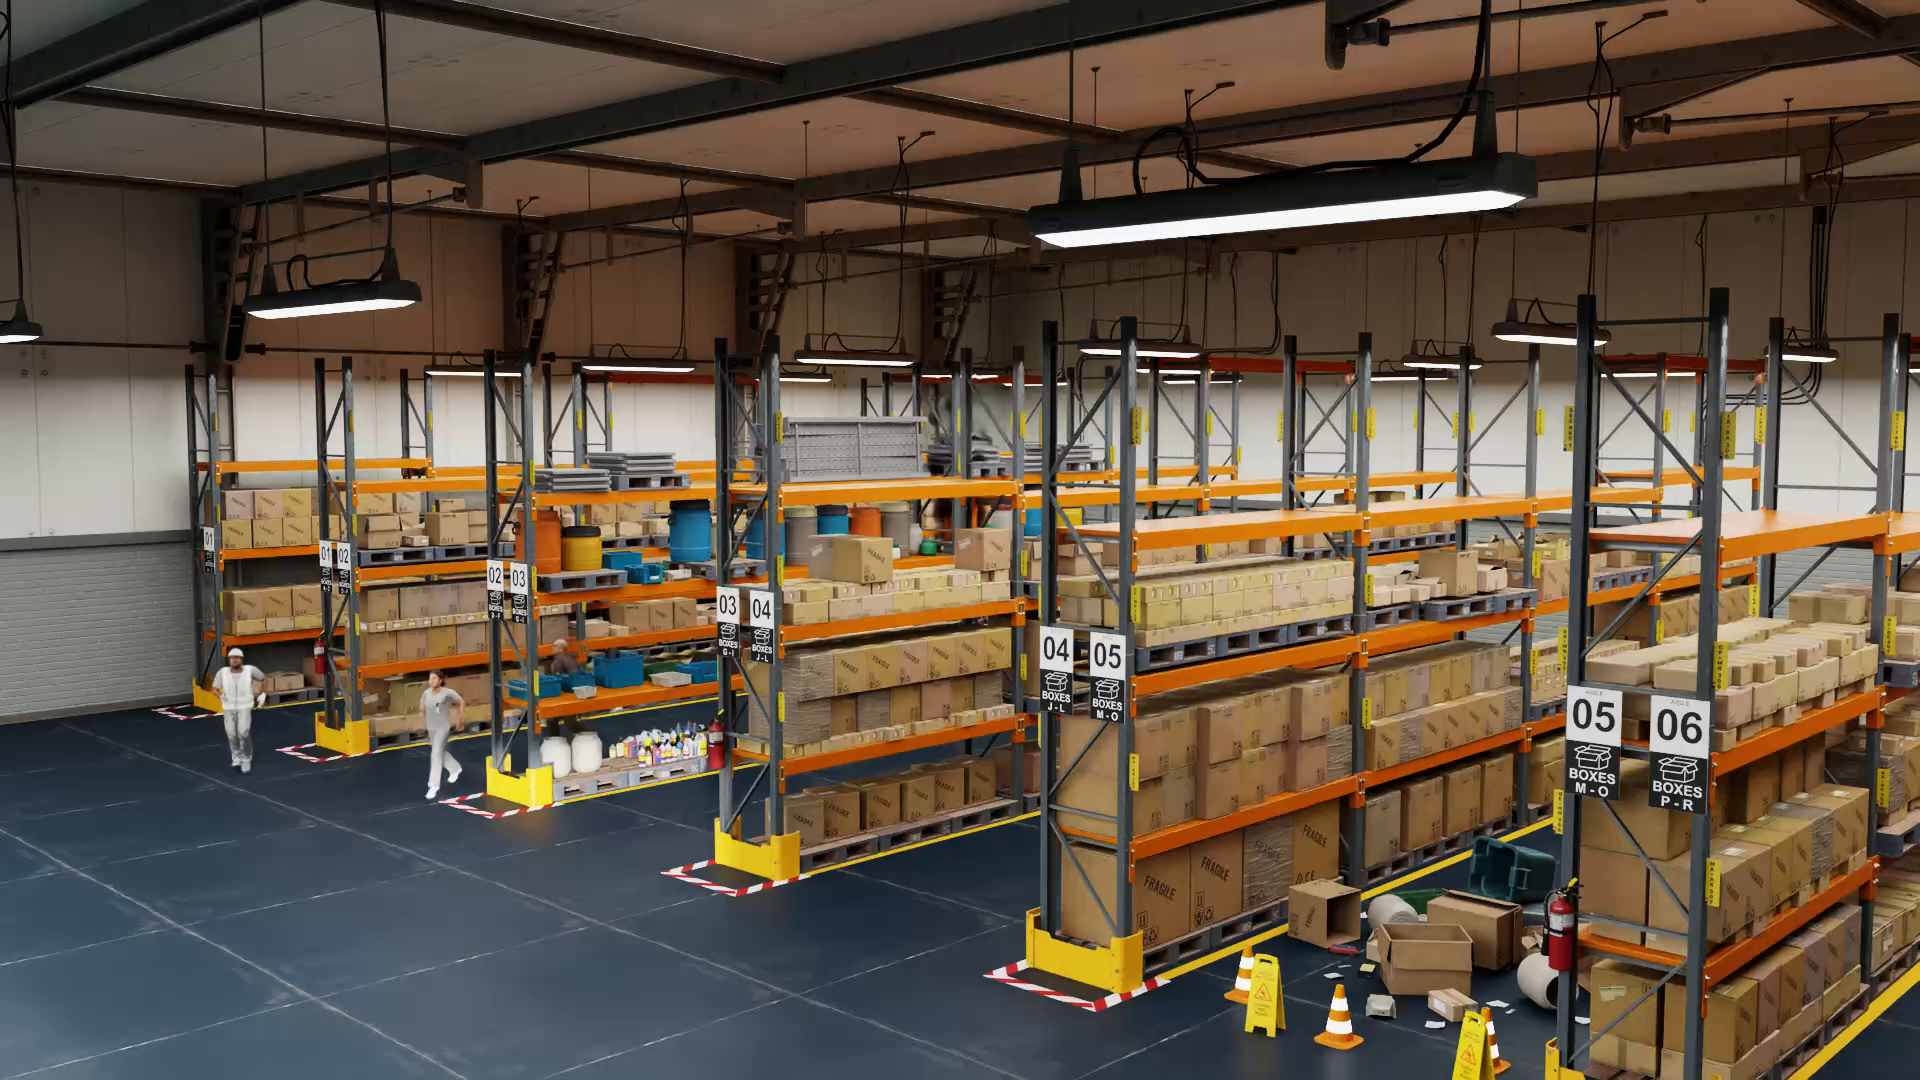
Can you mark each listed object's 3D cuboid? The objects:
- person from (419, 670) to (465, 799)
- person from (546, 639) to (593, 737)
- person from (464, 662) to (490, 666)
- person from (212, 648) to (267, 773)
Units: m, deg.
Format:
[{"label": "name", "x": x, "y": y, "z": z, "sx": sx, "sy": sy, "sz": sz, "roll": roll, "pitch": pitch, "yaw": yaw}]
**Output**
[{"label": "person", "x": -7.095, "y": 2.598, "z": 22.693, "sx": 0.598, "sy": 1.684, "sz": 0.924, "roll": 1, "pitch": 5, "yaw": 19}, {"label": "person", "x": -5.837, "y": 2.378, "z": 24.793, "sx": 0.906, "sy": 1.823, "sz": 0.695, "roll": -3, "pitch": 5, "yaw": -36}, {"label": "person", "x": -8.449, "y": 2.125, "z": 29.101, "sx": 0.663, "sy": 1.642, "sz": 0.593, "roll": 4, "pitch": 6, "yaw": 44}, {"label": "person", "x": -10.370, "y": 2.462, "z": 23.922, "sx": 0.707, "sy": 1.825, "sz": 0.723, "roll": -1, "pitch": 5, "yaw": -14}]
